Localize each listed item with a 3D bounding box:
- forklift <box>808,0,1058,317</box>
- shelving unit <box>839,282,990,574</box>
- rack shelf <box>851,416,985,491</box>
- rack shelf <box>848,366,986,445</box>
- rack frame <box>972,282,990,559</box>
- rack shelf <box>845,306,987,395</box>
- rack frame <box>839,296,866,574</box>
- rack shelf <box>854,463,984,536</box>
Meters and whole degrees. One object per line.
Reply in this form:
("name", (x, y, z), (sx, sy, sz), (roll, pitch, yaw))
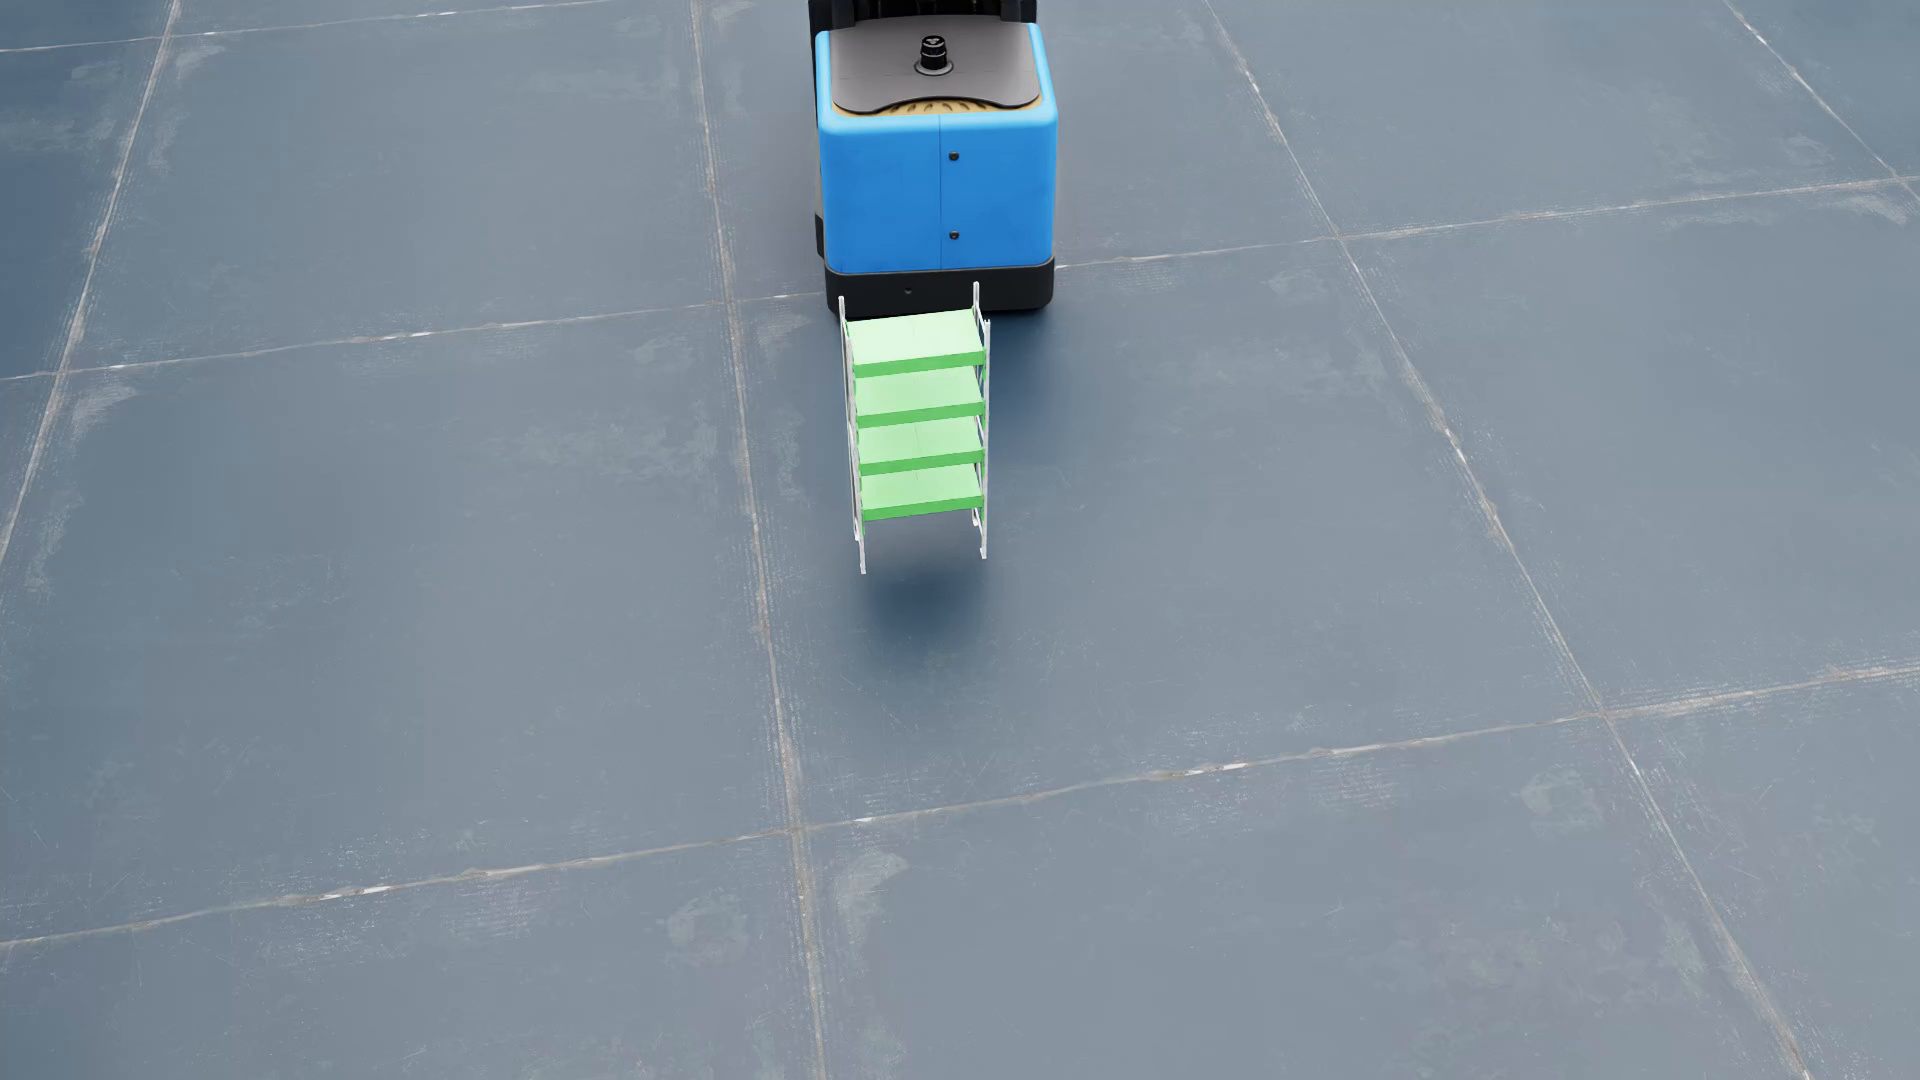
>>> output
("forklift", (-0.197, -3.098, 7.700), (1.130, 2.935, 3.031), (-3, 46, -3))
("shelving unit", (-0.163, -0.396, 6.298), (0.503, 1.200, 0.258), (-7, 46, -7))
("rack shelf", (-0.163, -0.352, 6.344), (0.480, 0.148, 0.258), (-7, 46, -7))
("rack shelf", (-0.163, -0.518, 6.172), (0.480, 0.148, 0.258), (-7, 46, -7))
("rack frame", (0.077, -0.426, 6.327), (0.015, 1.200, 0.240), (-7, 46, -7))
("rack shelf", (-0.163, -0.685, 5.999), (0.480, 0.148, 0.258), (-7, 46, -7))
("rack frame", (-0.404, -0.366, 6.269), (0.015, 1.200, 0.240), (-7, 46, -7))
("rack shelf", (-0.163, -0.185, 6.517), (0.480, 0.148, 0.258), (-7, 46, -7))
